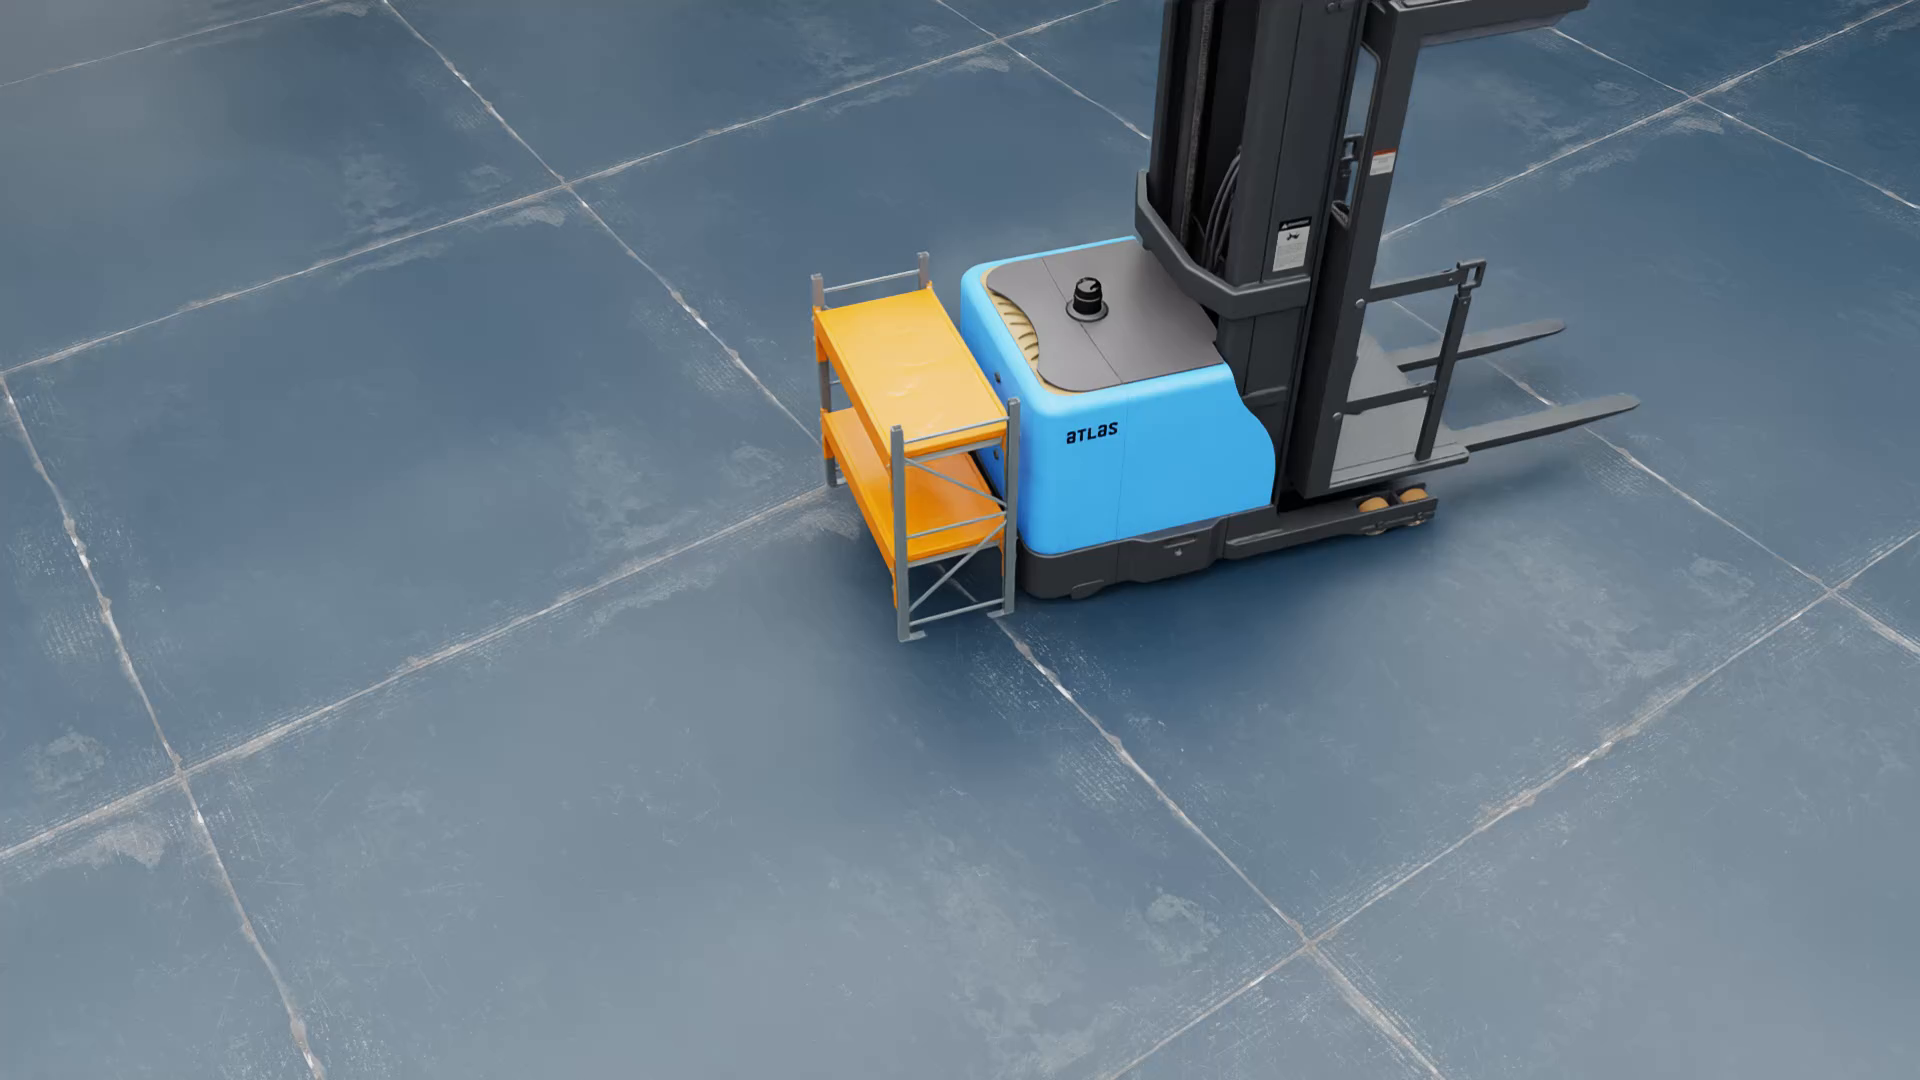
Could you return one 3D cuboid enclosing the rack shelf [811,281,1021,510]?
[{"bbox_3d":[-0.190,-0.596,6.627,0.538,0.278,1.000,-14,45,-14],"label":"rack shelf"}]

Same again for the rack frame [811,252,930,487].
[{"bbox_3d":[-0.365,-0.714,7.174,0.500,1.125,0.032,-14,45,-14],"label":"rack frame"}]

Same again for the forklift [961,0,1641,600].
[{"bbox_3d":[1.564,-1.416,6.602,3.031,2.935,1.130,-13,45,-13],"label":"forklift"}]

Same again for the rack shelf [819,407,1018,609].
[{"bbox_3d":[-0.190,-0.207,6.998,0.538,0.278,1.000,-14,45,-14],"label":"rack shelf"}]

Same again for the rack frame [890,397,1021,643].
[{"bbox_3d":[-0.015,-0.055,6.484,0.500,1.125,0.032,-14,45,-14],"label":"rack frame"}]

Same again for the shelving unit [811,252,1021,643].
[{"bbox_3d":[-0.190,-0.384,6.829,0.538,1.125,1.048,-14,45,-14],"label":"shelving unit"}]
